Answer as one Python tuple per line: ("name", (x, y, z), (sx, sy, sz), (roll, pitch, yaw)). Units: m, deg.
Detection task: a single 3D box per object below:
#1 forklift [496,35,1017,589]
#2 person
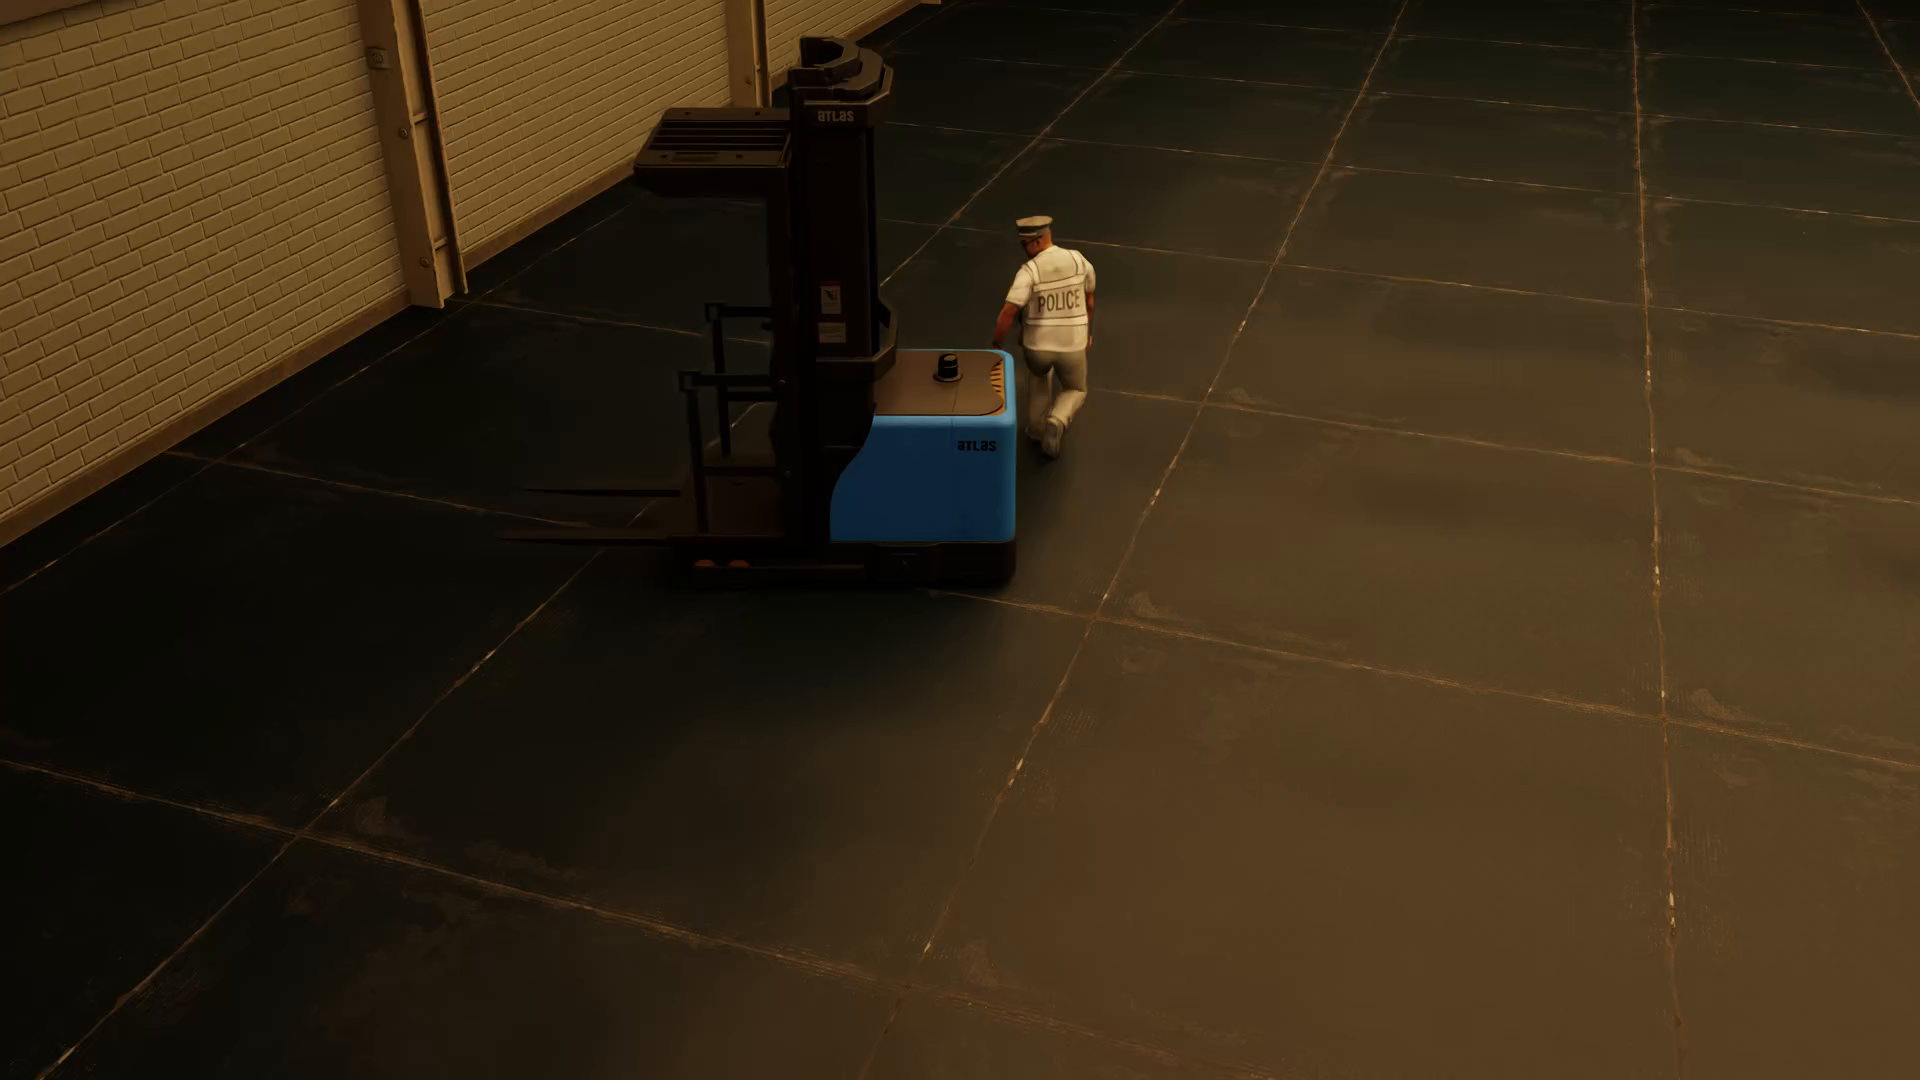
("forklift", (-1.186, -1.253, 9.334), (3.031, 2.935, 1.130), (0, 30, 0))
("person", (0.547, -1.322, 10.910), (0.698, 1.537, 0.722), (0, 30, 0))
